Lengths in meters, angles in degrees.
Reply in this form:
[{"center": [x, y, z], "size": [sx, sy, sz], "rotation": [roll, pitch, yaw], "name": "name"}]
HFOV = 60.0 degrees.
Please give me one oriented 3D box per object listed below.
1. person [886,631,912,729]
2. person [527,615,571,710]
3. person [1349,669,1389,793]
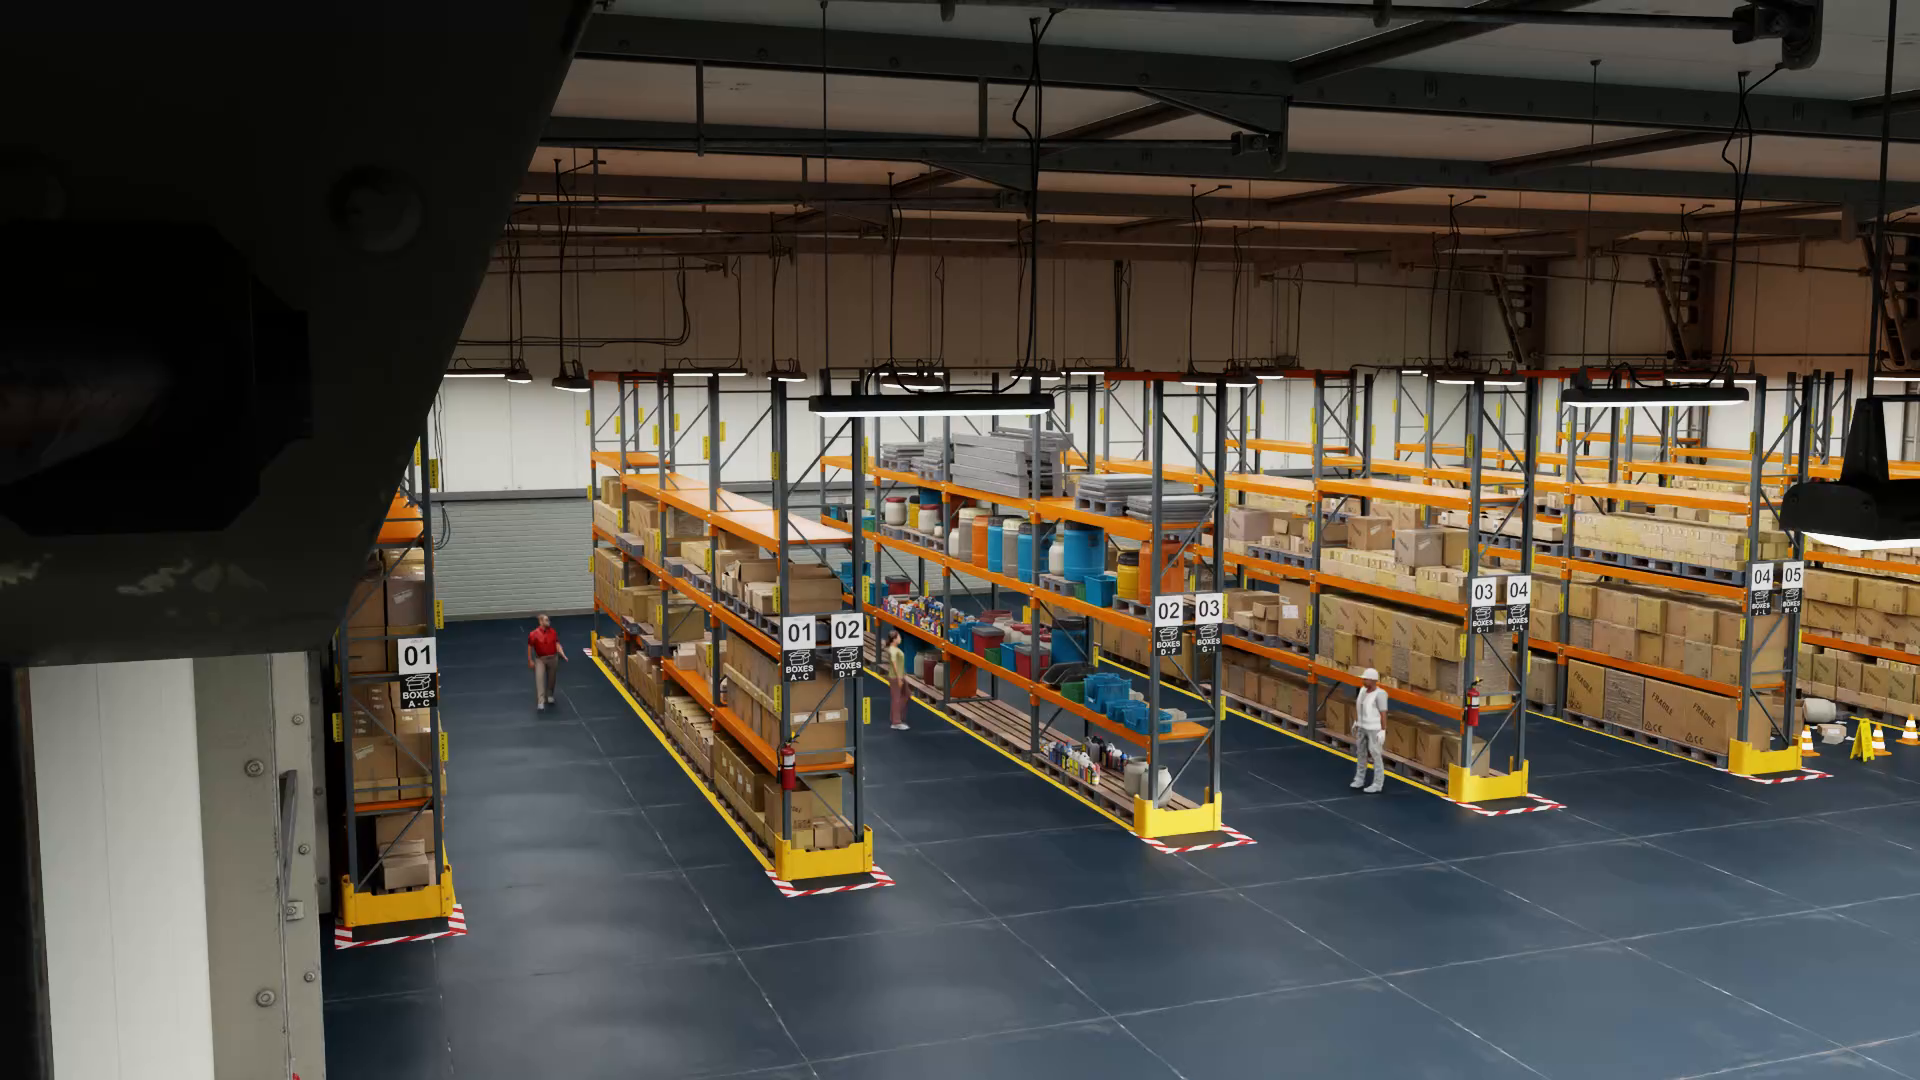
[{"center": [-1.045, 2.374, 28.124], "size": [0.417, 1.705, 0.468], "rotation": [1, 6, 10], "name": "person"}, {"center": [-7.344, 2.203, 29.691], "size": [0.749, 1.571, 1.119], "rotation": [-2, 7, -16], "name": "person"}, {"center": [5.941, 2.745, 24.155], "size": [0.426, 1.788, 0.658], "rotation": [-3, 7, -25], "name": "person"}]
